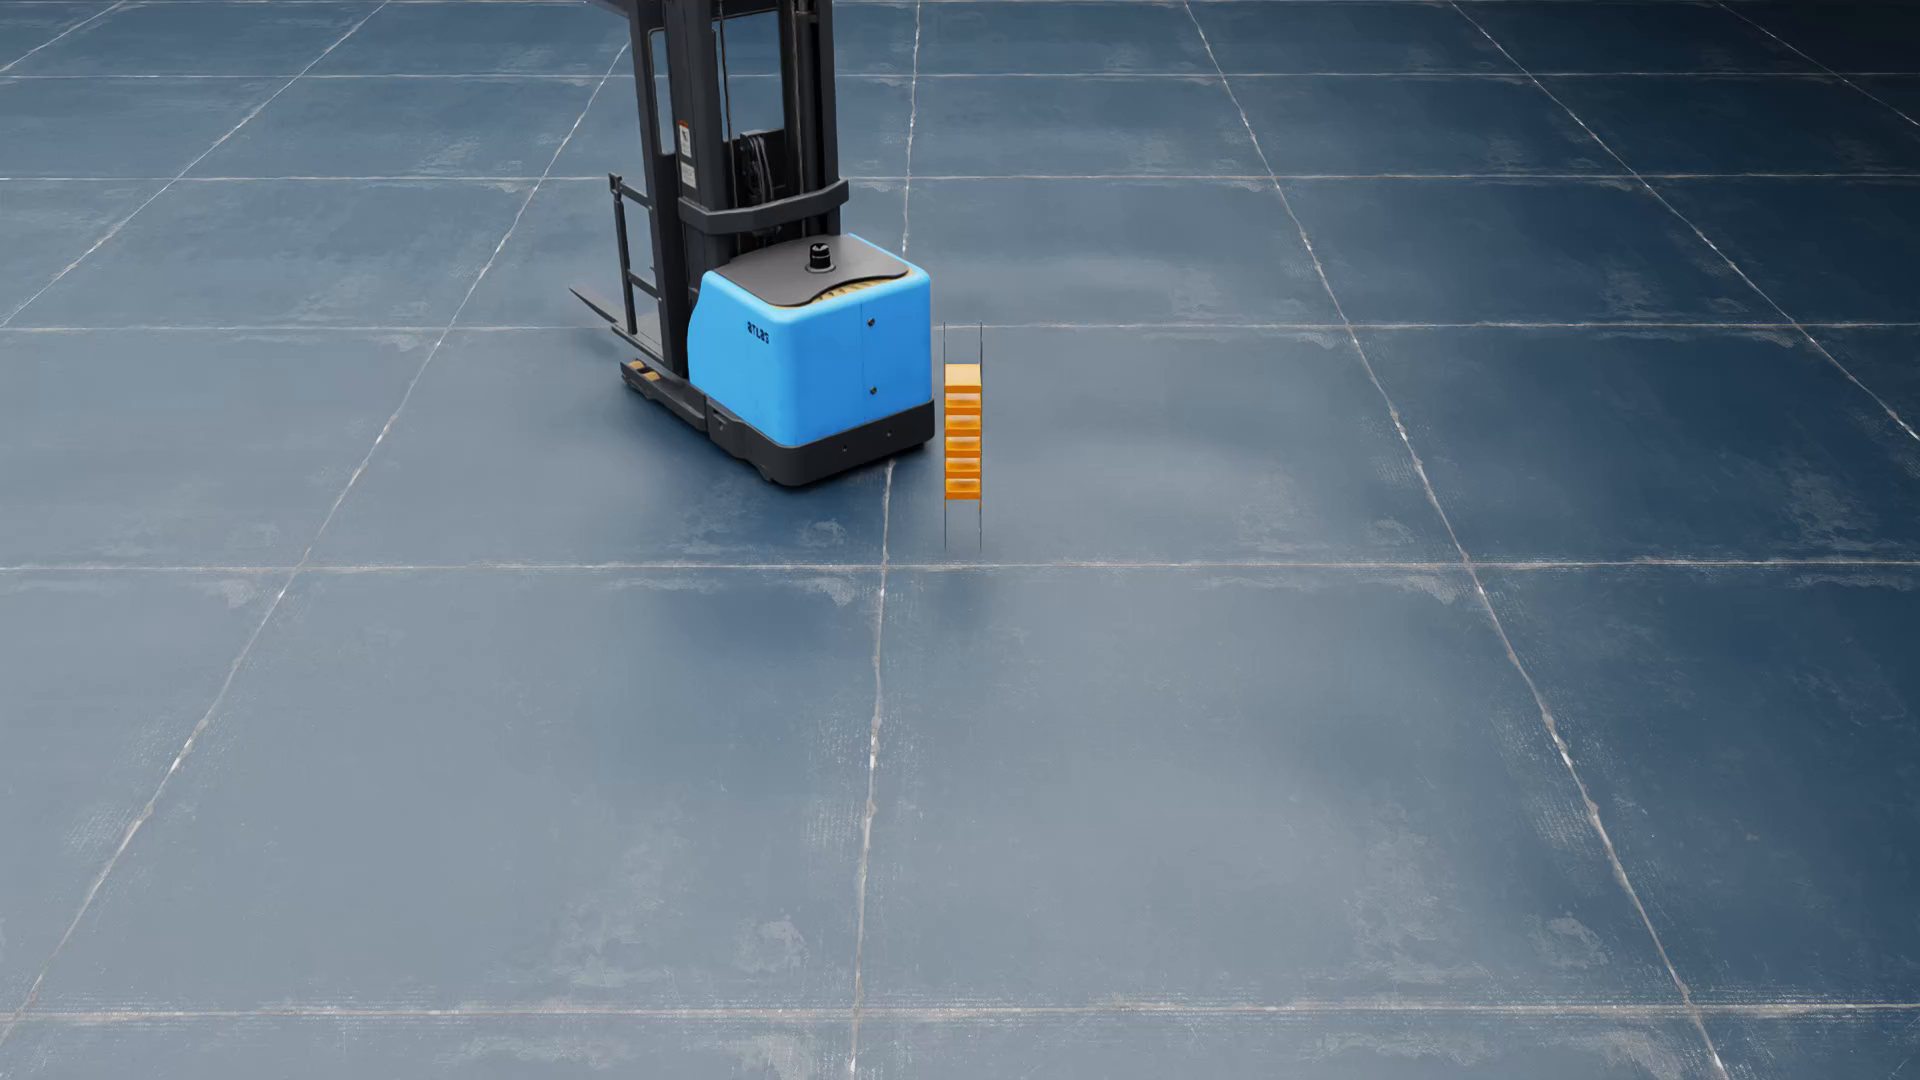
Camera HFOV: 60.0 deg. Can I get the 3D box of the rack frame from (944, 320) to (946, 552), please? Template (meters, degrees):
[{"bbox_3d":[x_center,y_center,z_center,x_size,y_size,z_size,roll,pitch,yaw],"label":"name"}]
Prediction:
[{"bbox_3d":[-0.077,-0.513,8.438,0.006,1.200,0.240,0,31,0],"label":"rack frame"}]

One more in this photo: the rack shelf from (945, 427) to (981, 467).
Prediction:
[{"bbox_3d":[0.014,-0.475,8.462,0.180,0.103,0.258,0,31,0],"label":"rack shelf"}]

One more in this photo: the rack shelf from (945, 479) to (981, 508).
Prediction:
[{"bbox_3d":[0.014,-0.270,8.586,0.180,0.103,0.258,0,31,0],"label":"rack shelf"}]

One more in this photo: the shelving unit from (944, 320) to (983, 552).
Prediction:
[{"bbox_3d":[0.014,-0.513,8.439,0.189,1.200,0.258,0,31,0],"label":"shelving unit"}]

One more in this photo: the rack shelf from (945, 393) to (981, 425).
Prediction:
[{"bbox_3d":[0.014,-0.680,8.337,0.180,0.103,0.258,0,31,0],"label":"rack shelf"}]

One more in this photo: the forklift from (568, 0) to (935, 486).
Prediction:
[{"bbox_3d":[-1.440,-2.253,9.637,1.130,2.935,3.031,-22,37,-31],"label":"forklift"}]

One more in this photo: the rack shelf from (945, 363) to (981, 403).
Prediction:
[{"bbox_3d":[0.014,-0.783,8.275,0.180,0.103,0.258,0,31,0],"label":"rack shelf"}]

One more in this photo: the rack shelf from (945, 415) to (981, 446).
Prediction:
[{"bbox_3d":[0.014,-0.578,8.400,0.180,0.103,0.258,0,31,0],"label":"rack shelf"}]

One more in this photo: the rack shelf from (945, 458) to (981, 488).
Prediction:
[{"bbox_3d":[0.014,-0.372,8.524,0.180,0.103,0.258,0,31,0],"label":"rack shelf"}]

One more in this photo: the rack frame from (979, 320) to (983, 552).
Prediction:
[{"bbox_3d":[0.106,-0.513,8.439,0.006,1.200,0.240,0,31,0],"label":"rack frame"}]
